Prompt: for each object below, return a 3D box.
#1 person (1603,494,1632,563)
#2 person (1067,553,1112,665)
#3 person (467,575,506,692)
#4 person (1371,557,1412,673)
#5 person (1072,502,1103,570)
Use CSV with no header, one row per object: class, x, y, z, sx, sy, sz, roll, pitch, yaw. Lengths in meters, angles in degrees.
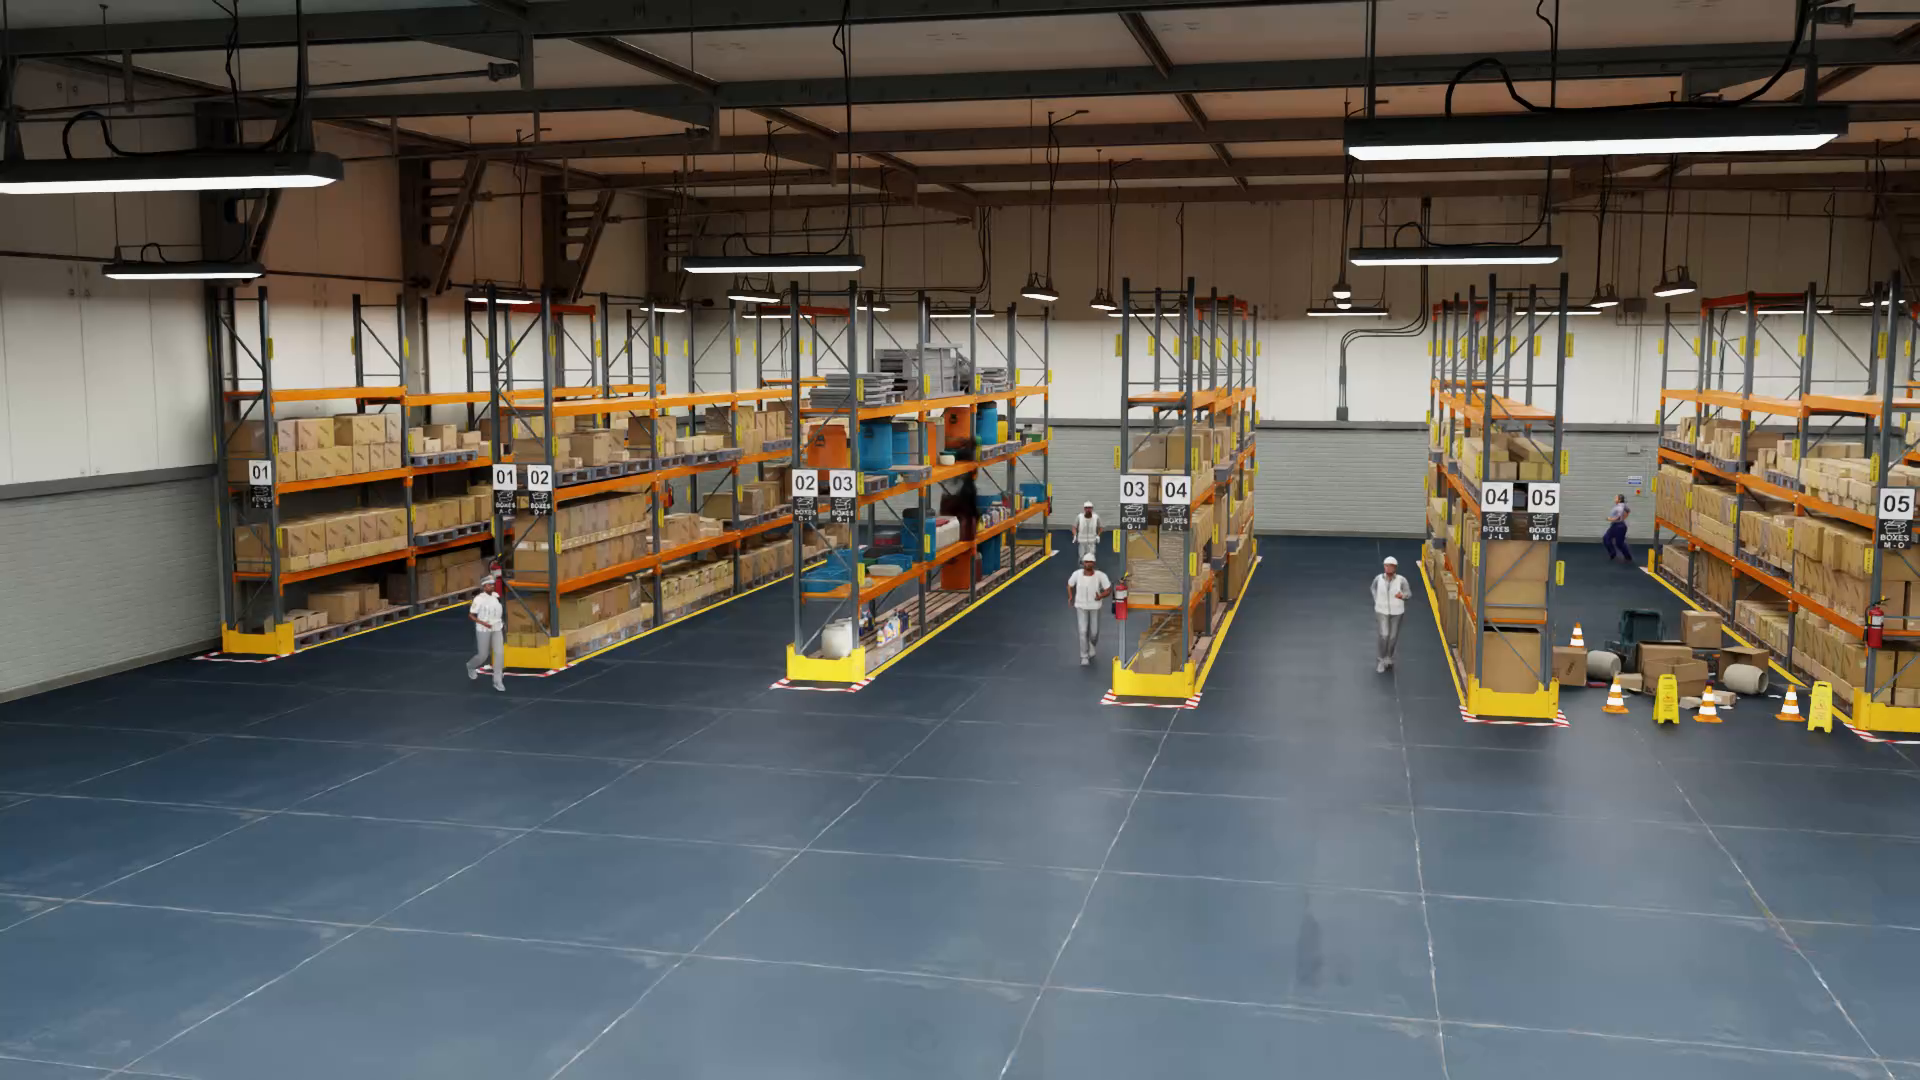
person,15.353,-0.240,38.744,0.645,1.666,0.604,1,7,13
person,2.055,1.084,26.519,0.722,1.755,0.835,1,7,7
person,-6.975,1.353,24.600,0.904,1.696,0.606,6,9,43
person,6.715,1.169,25.926,0.625,1.838,0.763,2,7,13
person,2.764,0.023,35.941,0.668,1.728,0.639,0,7,2
